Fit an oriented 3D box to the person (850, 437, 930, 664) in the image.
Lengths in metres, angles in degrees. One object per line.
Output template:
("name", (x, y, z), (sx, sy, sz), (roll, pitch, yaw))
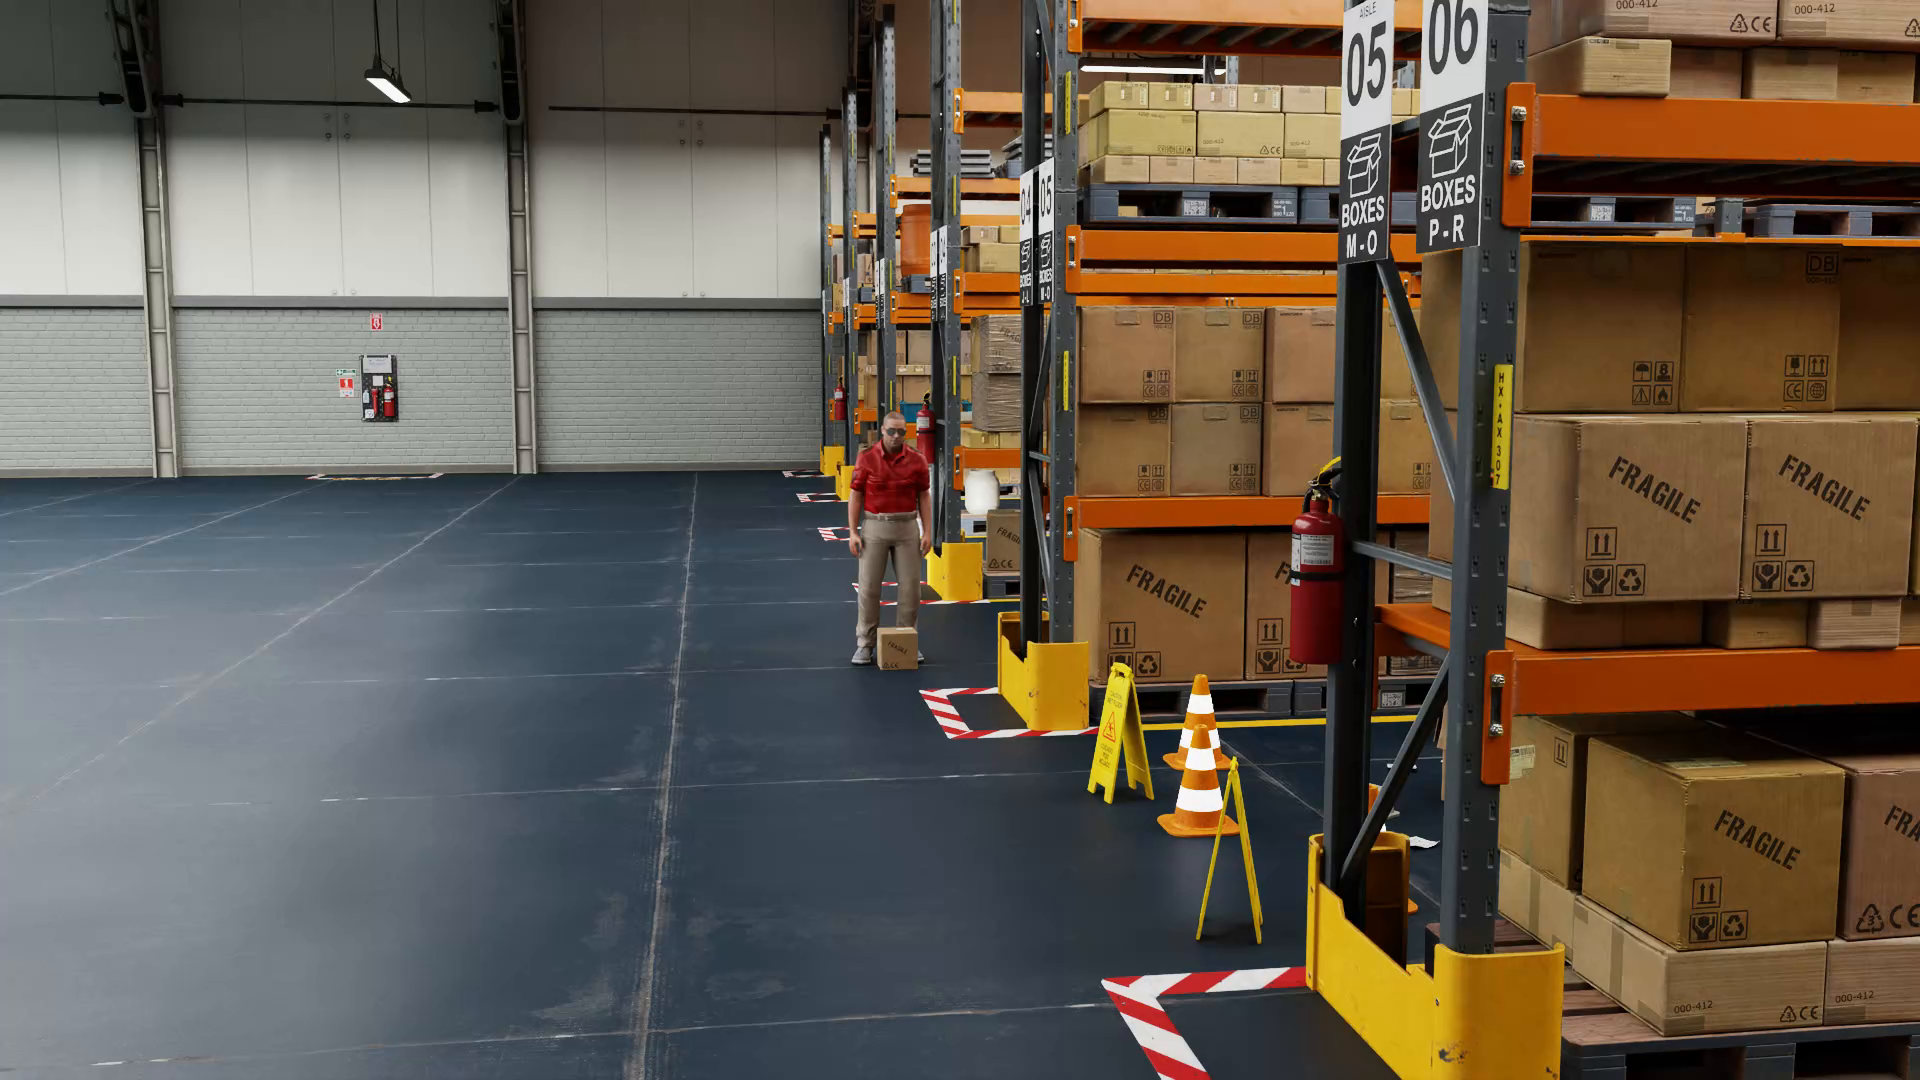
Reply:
("person", (-0.480, 0.062, 11.499), (0.568, 1.552, 0.394), (-1, 7, -9))
